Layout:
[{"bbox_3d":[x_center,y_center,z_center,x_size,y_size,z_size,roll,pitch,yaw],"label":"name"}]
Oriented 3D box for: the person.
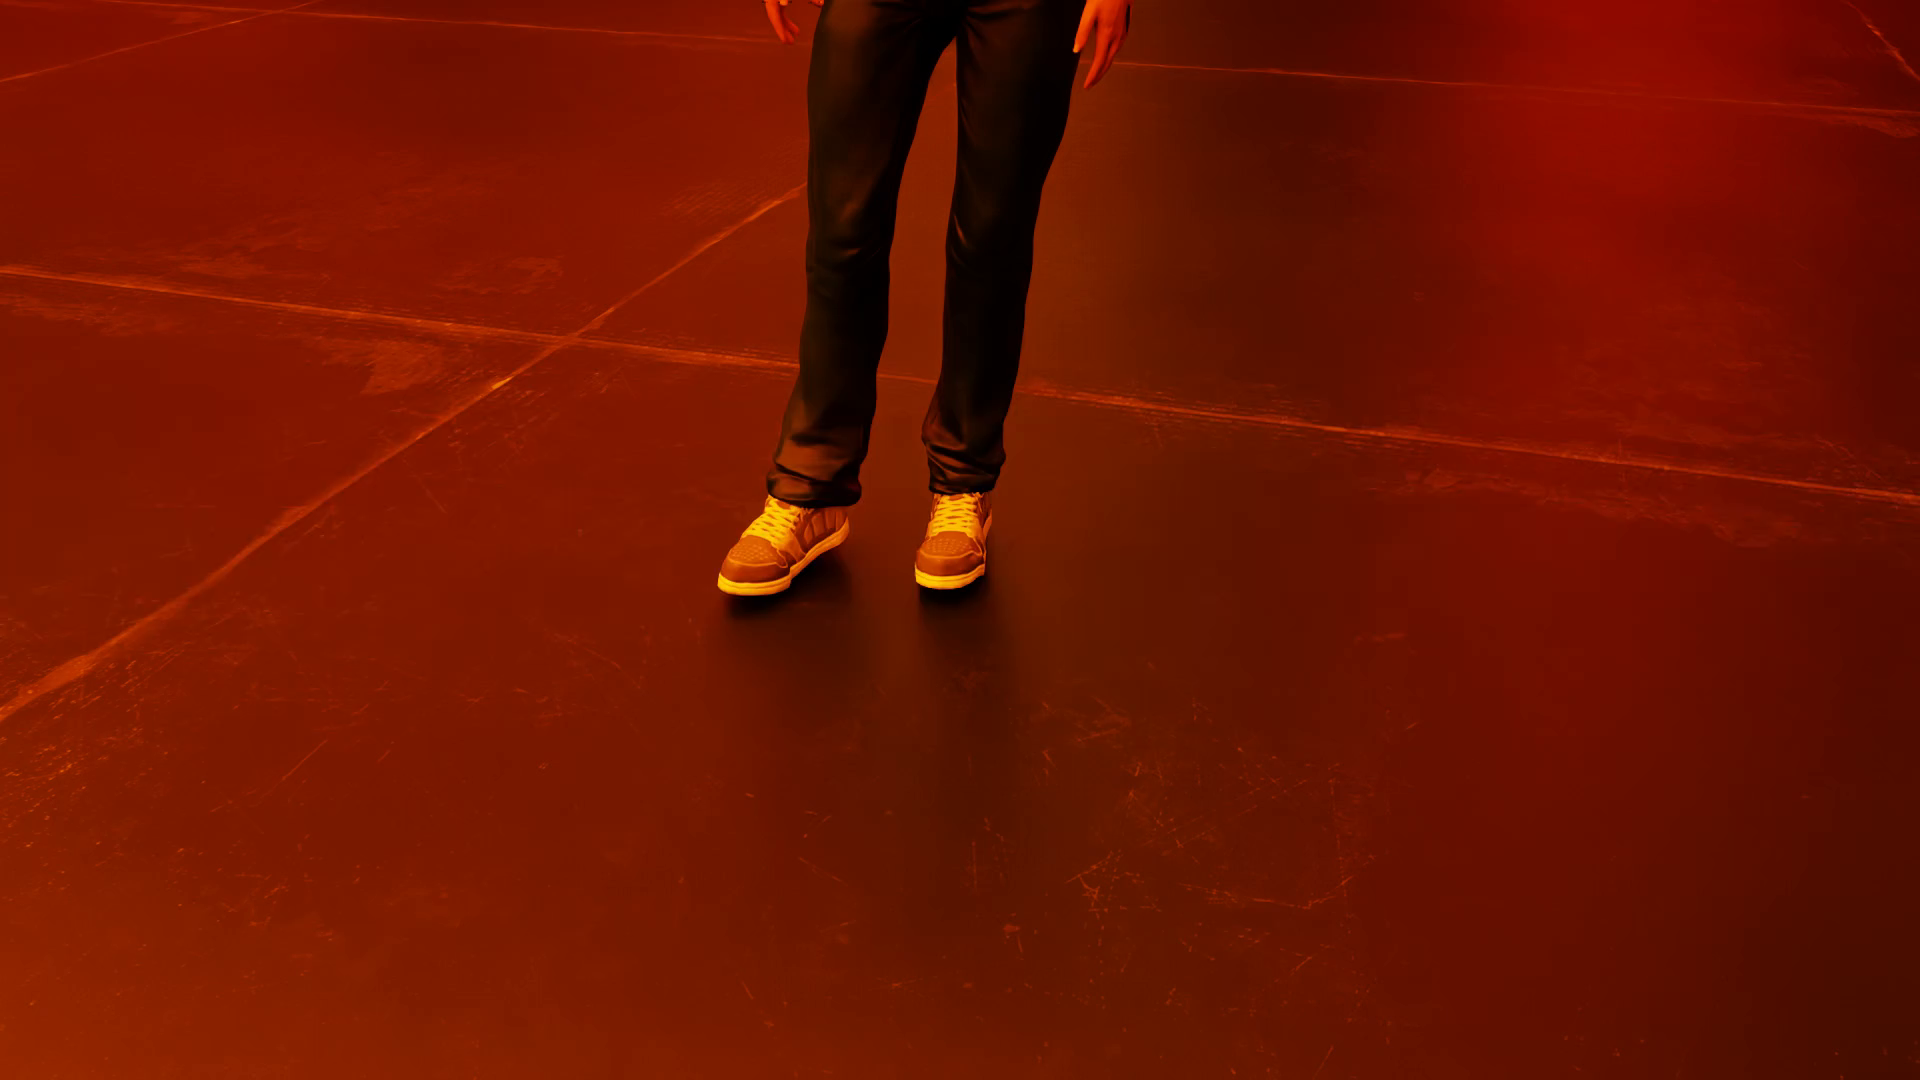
[{"bbox_3d":[-0.039,-0.688,2.075,0.513,1.599,0.473,8,28,16],"label":"person"}]
